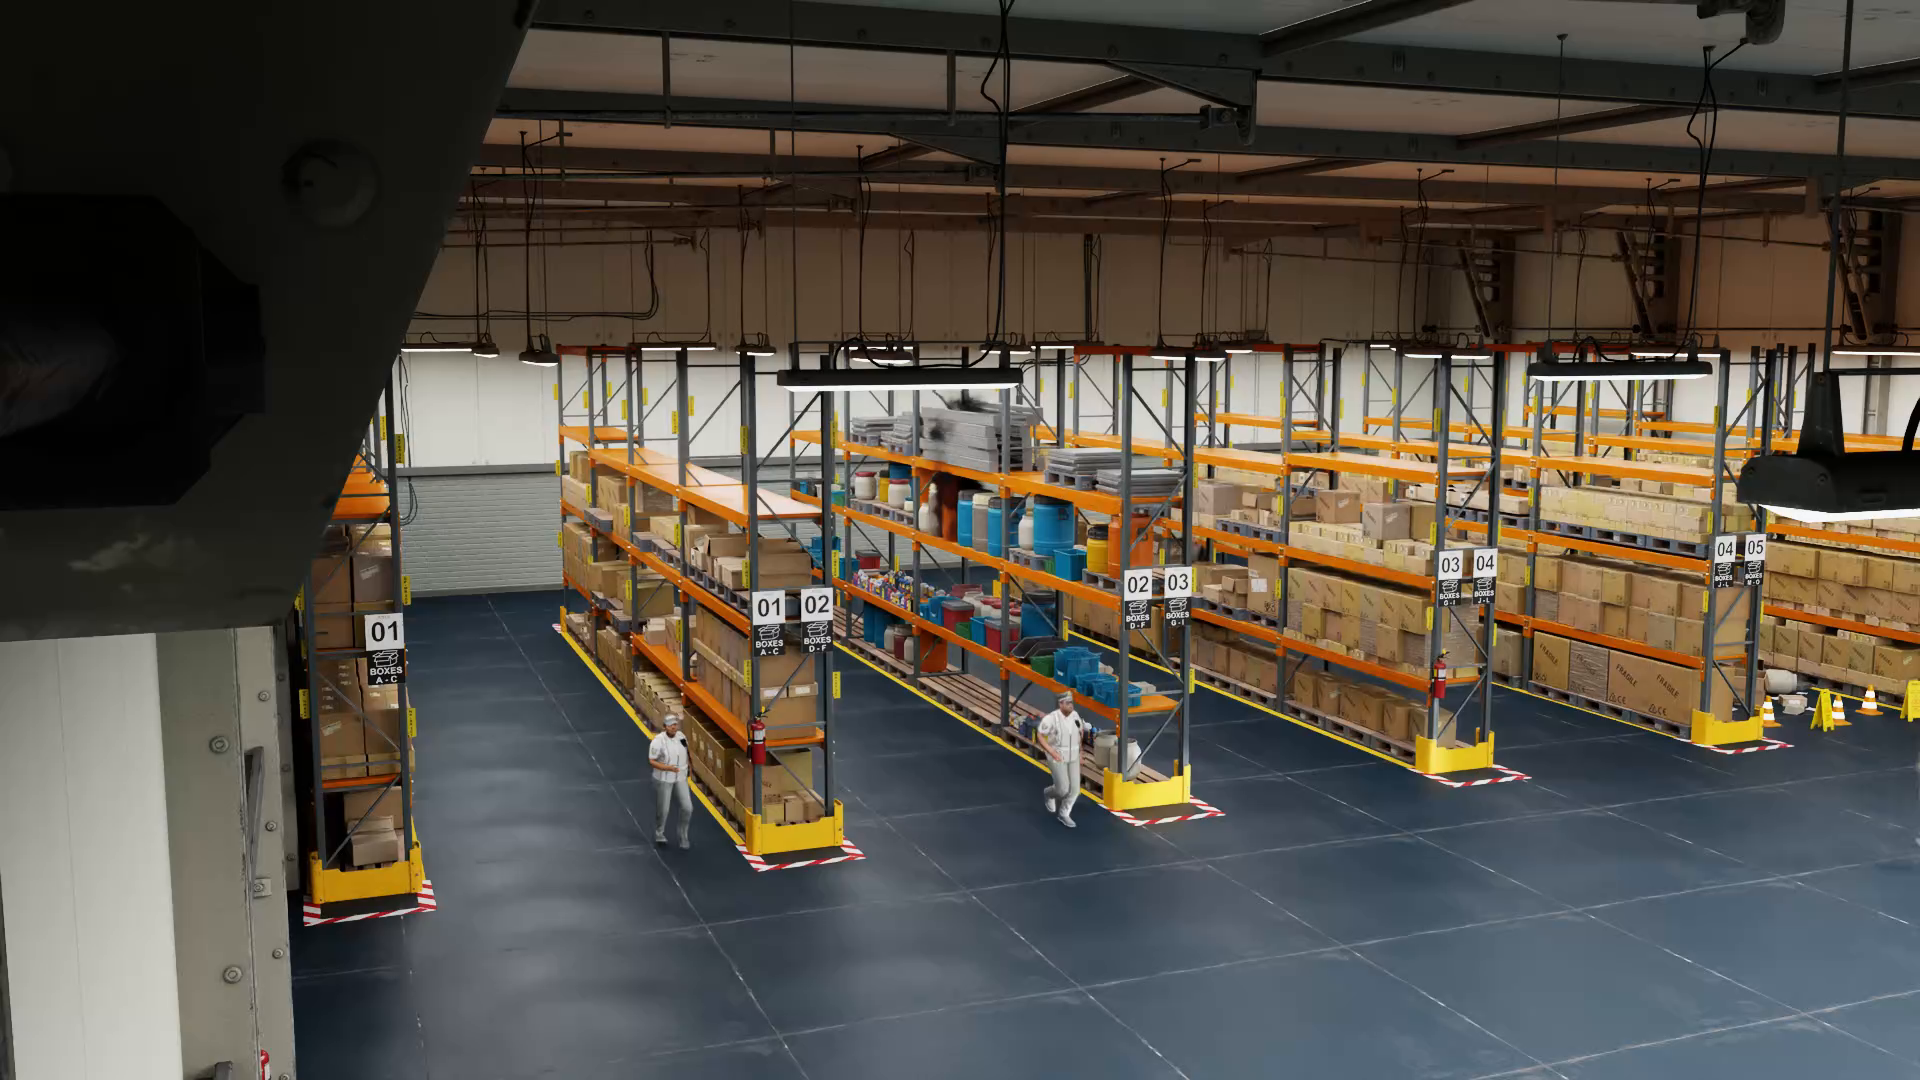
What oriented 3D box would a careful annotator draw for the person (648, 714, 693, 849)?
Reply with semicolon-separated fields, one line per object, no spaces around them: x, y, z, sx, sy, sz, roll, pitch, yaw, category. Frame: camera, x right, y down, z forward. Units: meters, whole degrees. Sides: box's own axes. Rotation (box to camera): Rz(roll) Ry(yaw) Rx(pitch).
-3.509;2.965;20.285;0.625;1.732;0.712;-5;9;-33;person

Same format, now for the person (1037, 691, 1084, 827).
1.312;2.777;21.358;0.688;1.745;0.579;-4;8;-26;person

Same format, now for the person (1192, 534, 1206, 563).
5.266;0.705;37.631;0.729;1.748;0.706;-2;7;-14;person
